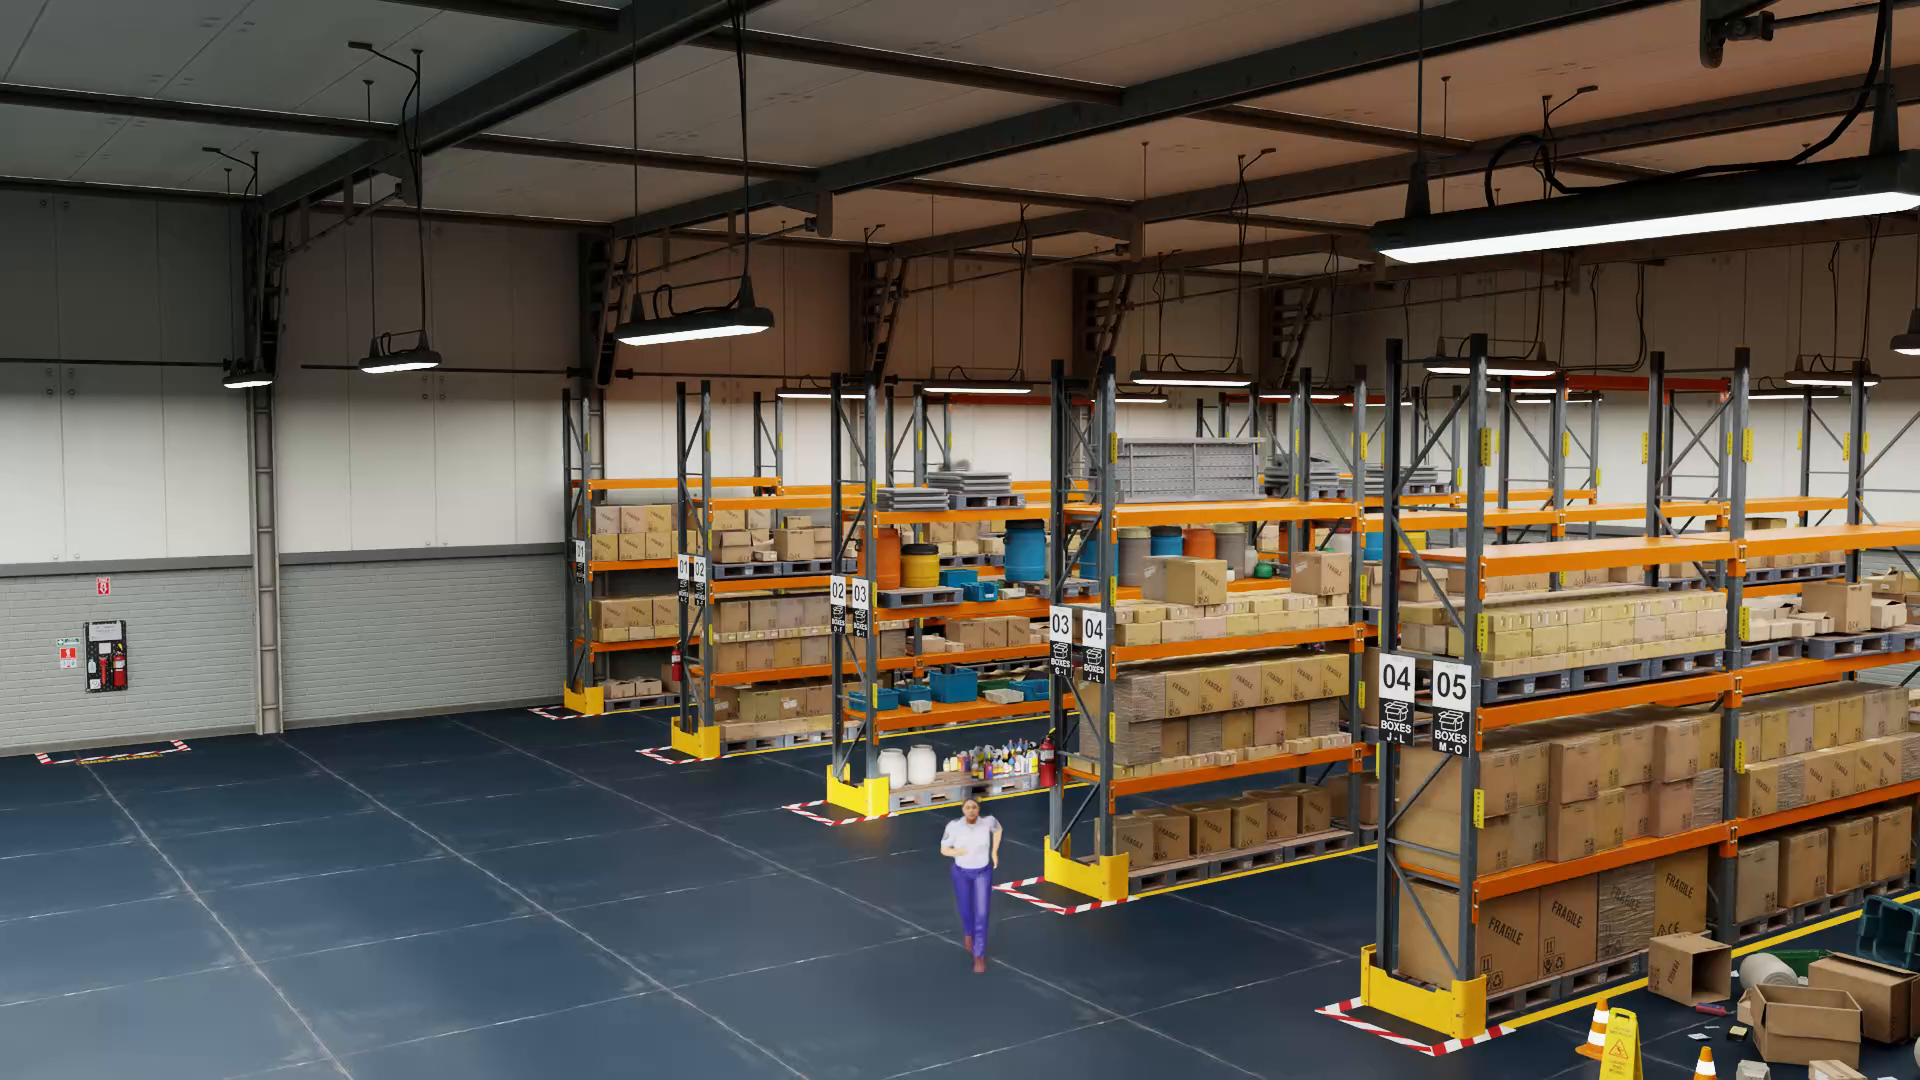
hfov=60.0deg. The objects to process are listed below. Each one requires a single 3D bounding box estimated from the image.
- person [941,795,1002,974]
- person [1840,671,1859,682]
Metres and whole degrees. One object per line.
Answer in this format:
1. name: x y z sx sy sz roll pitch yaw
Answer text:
1. person: 0.113 3.320 16.245 0.591 1.725 0.838 0 4 3
2. person: 15.495 2.406 29.168 0.720 1.834 0.787 -1 4 -12
